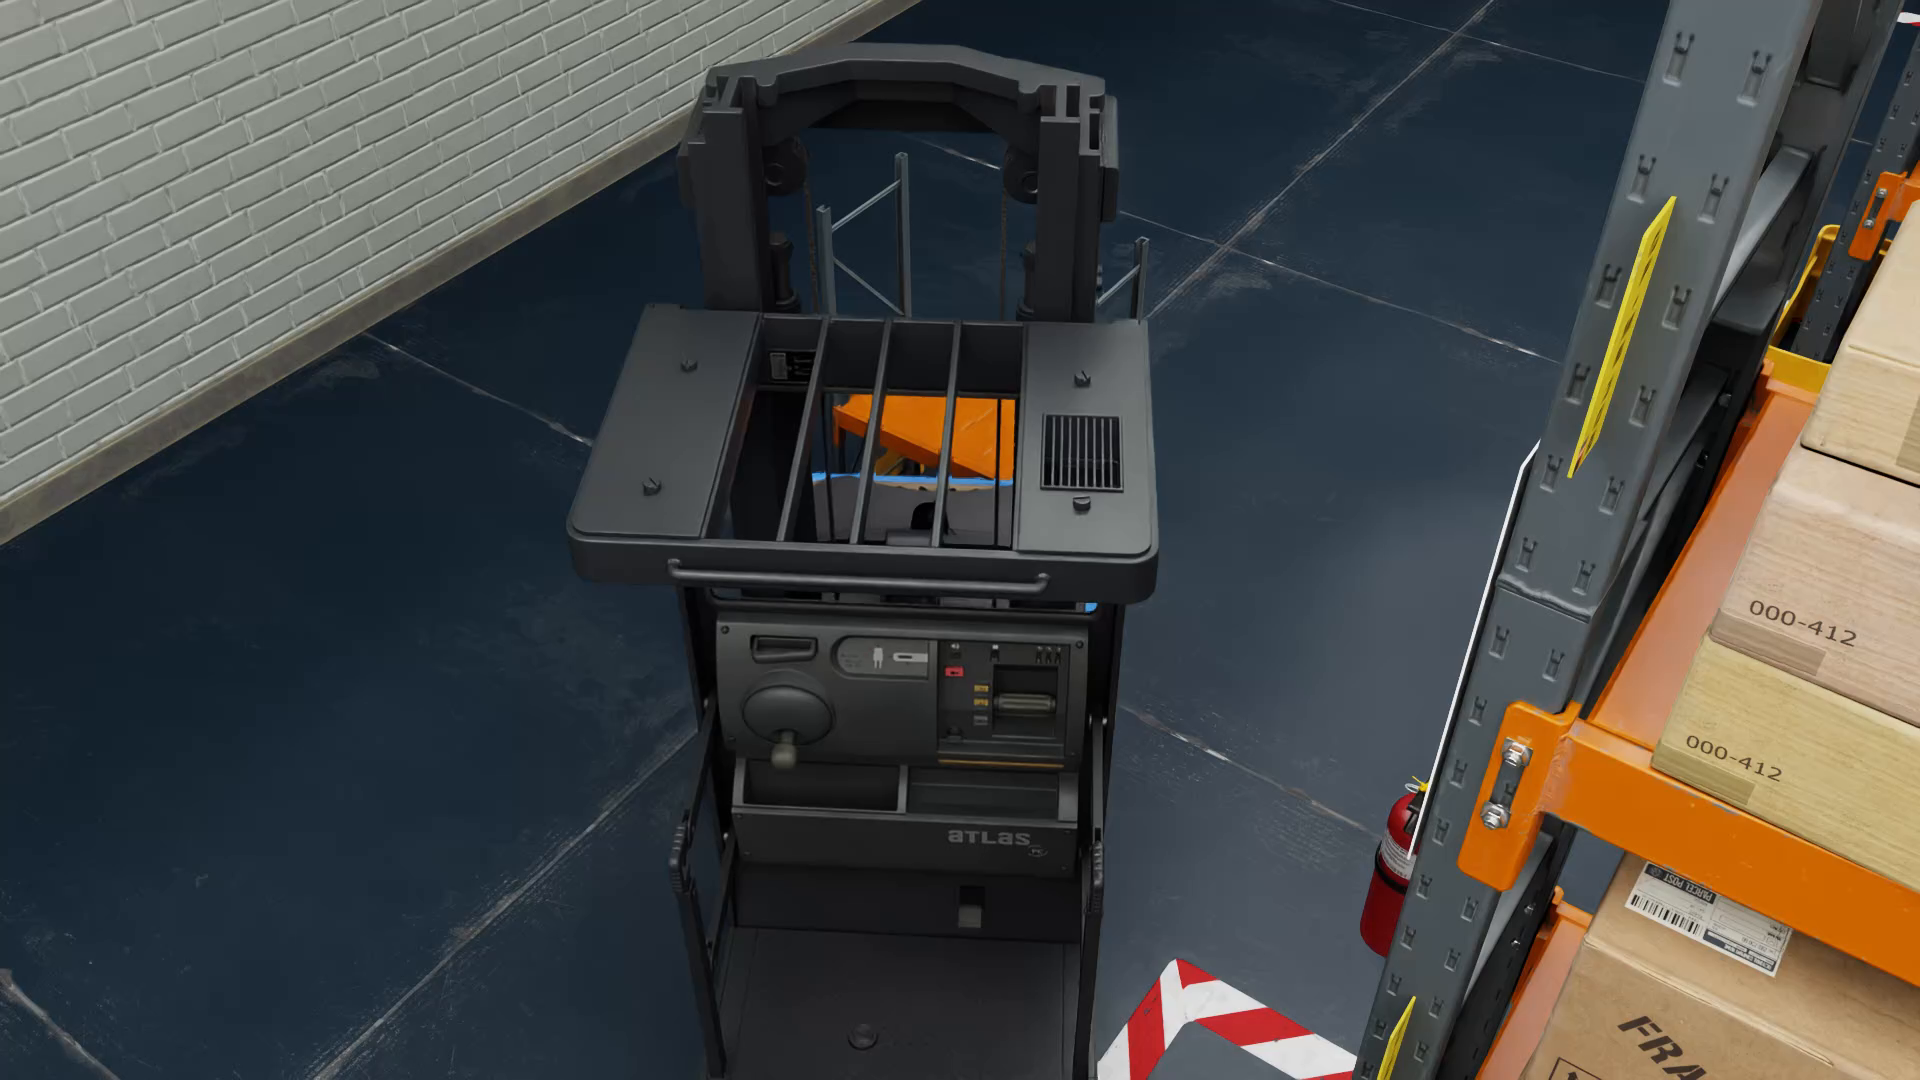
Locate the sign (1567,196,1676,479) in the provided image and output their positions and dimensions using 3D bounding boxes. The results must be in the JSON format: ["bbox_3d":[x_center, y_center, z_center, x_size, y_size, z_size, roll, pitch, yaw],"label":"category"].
[{"bbox_3d":[0.730,-0.218,1.840,0.005,0.325,0.100,25,48,25],"label":"sign"}]

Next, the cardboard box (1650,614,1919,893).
[{"bbox_3d":[1.263,0.178,2.164,0.500,0.250,0.500,27,48,27],"label":"cardboard box"}]

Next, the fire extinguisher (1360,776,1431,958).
[{"bbox_3d":[1.101,0.748,4.002,0.183,0.674,0.296,25,48,25],"label":"fire extinguisher"}]

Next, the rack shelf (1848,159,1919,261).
[{"bbox_3d":[5.439,-0.778,5.910,4.000,0.370,1.077,25,48,25],"label":"rack shelf"}]

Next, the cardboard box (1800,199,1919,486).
[{"bbox_3d":[1.176,-0.220,1.935,0.250,0.149,0.380,25,47,25],"label":"cardboard box"}]

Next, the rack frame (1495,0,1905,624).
[{"bbox_3d":[1.042,-1.307,1.462,0.127,3.000,1.000,25,48,25],"label":"rack frame"}]

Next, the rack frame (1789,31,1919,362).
[{"bbox_3d":[3.801,-1.812,6.526,0.127,3.000,1.000,25,48,25],"label":"rack frame"}]

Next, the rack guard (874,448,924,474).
[{"bbox_3d":[-0.345,-0.255,6.847,0.087,0.250,0.587,25,48,25],"label":"rack guard"}]

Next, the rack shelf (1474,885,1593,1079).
[{"bbox_3d":[2.679,1.963,2.847,4.000,0.370,1.077,25,48,25],"label":"rack shelf"}]

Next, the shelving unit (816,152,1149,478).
[{"bbox_3d":[0.062,-0.530,6.217,1.083,1.500,0.587,25,48,25],"label":"shelving unit"}]

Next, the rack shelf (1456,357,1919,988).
[{"bbox_3d":[2.679,0.845,1.846,4.000,0.370,1.077,25,48,25],"label":"rack shelf"}]

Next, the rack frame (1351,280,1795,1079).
[{"bbox_3d":[1.042,0.929,3.462,0.127,3.000,1.000,25,48,25],"label":"rack frame"}]

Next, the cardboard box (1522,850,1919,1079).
[{"bbox_3d":[1.257,0.725,2.642,0.500,0.500,0.500,25,47,25],"label":"cardboard box"}]

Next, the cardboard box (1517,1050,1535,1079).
[{"bbox_3d":[1.251,1.103,2.969,0.500,0.500,0.500,27,49,27],"label":"cardboard box"}]

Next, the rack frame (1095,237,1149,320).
[{"bbox_3d":[0.486,-0.332,5.996,0.032,1.500,0.500,25,48,25],"label":"rack frame"}]

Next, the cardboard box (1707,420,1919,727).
[{"bbox_3d":[1.260,-0.006,1.995,0.500,0.250,0.500,26,48,26],"label":"cardboard box"}]

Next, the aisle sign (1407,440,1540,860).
[{"bbox_3d":[0.810,0.096,2.444,0.004,0.787,0.394,25,48,25],"label":"aisle sign"}]

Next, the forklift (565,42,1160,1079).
[{"bbox_3d":[-0.157,0.477,4.019,1.130,2.935,3.031,2,42,3],"label":"forklift"}]

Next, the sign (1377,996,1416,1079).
[{"bbox_3d":[0.730,0.903,2.843,0.005,0.325,0.100,25,48,25],"label":"sign"}]

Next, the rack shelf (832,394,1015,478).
[{"bbox_3d":[0.070,-0.392,6.333,1.000,0.185,0.538,25,48,25],"label":"rack shelf"}]

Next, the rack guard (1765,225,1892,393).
[{"bbox_3d":[3.782,-0.890,7.370,0.348,0.500,1.175,25,48,25],"label":"rack guard"}]

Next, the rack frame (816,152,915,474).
[{"bbox_3d":[-0.346,-0.721,6.431,0.032,1.500,0.500,25,48,25],"label":"rack frame"}]
